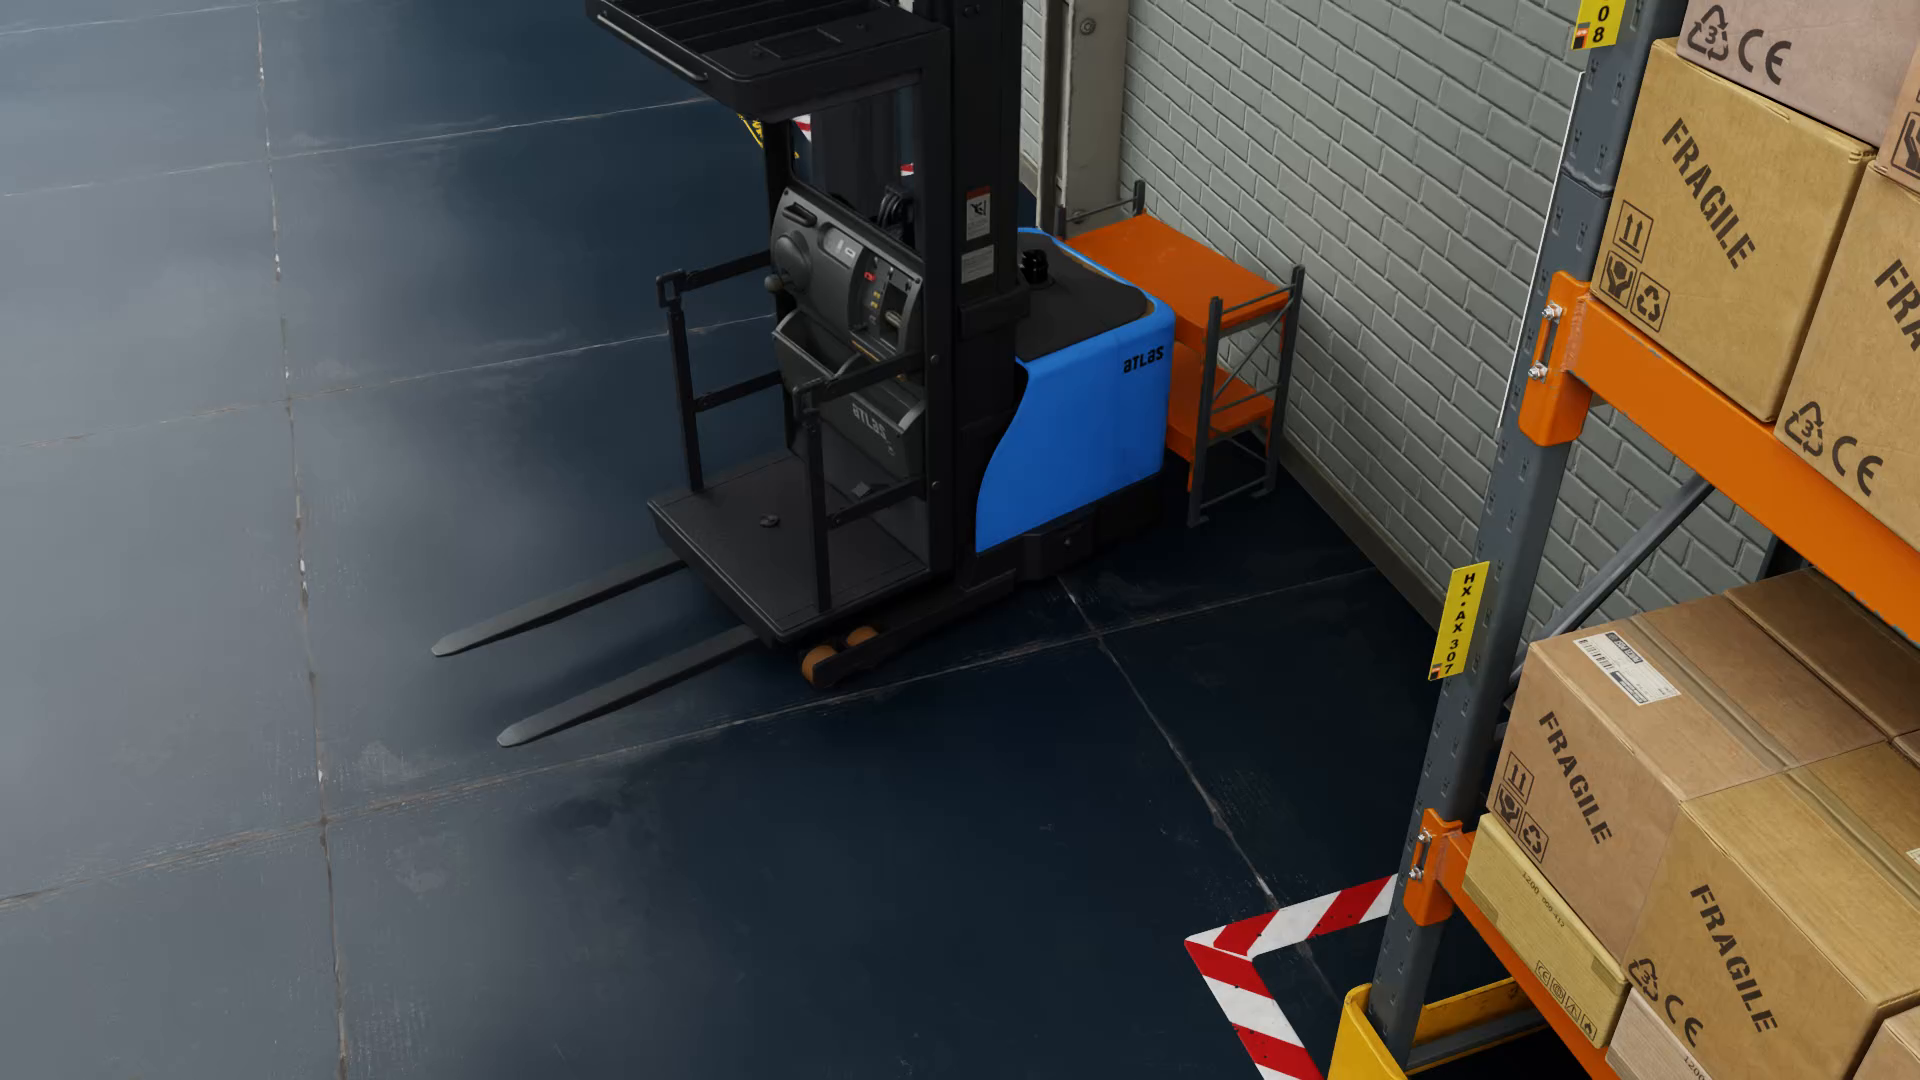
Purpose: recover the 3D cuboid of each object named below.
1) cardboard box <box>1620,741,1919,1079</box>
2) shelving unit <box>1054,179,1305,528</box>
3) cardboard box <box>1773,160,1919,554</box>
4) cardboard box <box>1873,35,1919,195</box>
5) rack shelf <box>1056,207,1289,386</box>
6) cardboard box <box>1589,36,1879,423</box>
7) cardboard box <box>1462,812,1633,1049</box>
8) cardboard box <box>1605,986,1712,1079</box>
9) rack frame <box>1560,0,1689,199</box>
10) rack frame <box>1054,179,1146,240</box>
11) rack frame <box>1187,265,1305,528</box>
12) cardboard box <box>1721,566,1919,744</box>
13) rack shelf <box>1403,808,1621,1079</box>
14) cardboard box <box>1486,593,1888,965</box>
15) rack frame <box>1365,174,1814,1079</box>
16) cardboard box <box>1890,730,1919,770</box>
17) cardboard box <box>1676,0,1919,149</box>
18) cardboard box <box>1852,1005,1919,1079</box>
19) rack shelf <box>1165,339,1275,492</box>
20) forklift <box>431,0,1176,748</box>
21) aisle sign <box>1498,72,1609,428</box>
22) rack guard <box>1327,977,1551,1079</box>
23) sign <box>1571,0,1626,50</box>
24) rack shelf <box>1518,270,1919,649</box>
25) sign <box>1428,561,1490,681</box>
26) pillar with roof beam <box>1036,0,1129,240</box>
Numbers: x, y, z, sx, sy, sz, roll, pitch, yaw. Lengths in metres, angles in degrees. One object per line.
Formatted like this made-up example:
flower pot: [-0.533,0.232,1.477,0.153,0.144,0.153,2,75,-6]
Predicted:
cardboard box: [1.690,0.786,3.198,0.500,0.500,0.500,-12,39,-16]
shelving unit: [0.921,-0.847,7.439,0.538,1.125,1.048,-23,43,-28]
cardboard box: [1.679,-0.274,2.528,0.500,0.500,0.500,-10,38,-13]
cardboard box: [1.677,-0.663,2.214,0.500,0.500,0.500,-13,39,-16]
rack shelf: [0.922,-1.081,7.263,0.538,0.278,1.000,-23,43,-28]
cardboard box: [1.528,-0.585,2.941,0.500,0.500,0.500,-11,38,-15]
cardboard box: [1.517,0.814,3.785,0.500,0.250,0.500,-14,39,-17]
cardboard box: [1.709,1.104,3.399,0.500,0.250,0.500,-14,39,-17]
rack frame: [1.647,-1.976,2.394,1.000,3.000,0.127,-12,39,-16]
rack frame: [0.628,-1.097,7.770,0.500,1.125,0.032,-23,43,-28]
rack frame: [1.215,-0.598,7.107,0.500,1.125,0.032,-23,43,-28]
cardboard box: [2.009,0.395,3.717,0.500,0.500,0.500,-13,39,-16]
rack shelf: [2.336,1.837,2.915,1.077,0.370,4.000,-12,39,-16]
cardboard box: [1.530,0.505,3.572,0.500,0.500,0.500,-12,39,-16]
rack frame: [1.647,0.420,4.199,1.000,3.000,0.127,-12,39,-16]
cardboard box: [2.173,0.681,3.337,0.500,0.500,0.500,-12,39,-15]
cardboard box: [1.552,-0.957,2.604,0.500,0.500,0.500,-15,40,-19]
cardboard box: [1.862,1.079,2.809,0.500,0.500,0.500,-14,39,-17]
rack shelf: [0.921,-0.652,7.585,0.538,0.278,1.000,-23,43,-28]
forklift: [-0.598,-0.955,6.082,3.031,2.935,1.130,-24,43,-28]
aisle sign: [1.341,-0.597,3.388,0.394,0.787,0.004,-12,39,-16]
rack guard: [1.674,1.462,4.894,1.175,0.500,0.348,-12,39,-16]
sign: [1.138,-1.015,2.884,0.100,0.325,0.005,-12,39,-16]
rack shelf: [2.336,0.639,2.013,1.077,0.370,4.000,-12,39,-16]
sign: [1.138,0.187,3.789,0.100,0.325,0.005,-12,39,-16]
pillar with roof beam: [-3.406,-4.258,5.423,9.100,9.000,0.400,-12,39,-16]
